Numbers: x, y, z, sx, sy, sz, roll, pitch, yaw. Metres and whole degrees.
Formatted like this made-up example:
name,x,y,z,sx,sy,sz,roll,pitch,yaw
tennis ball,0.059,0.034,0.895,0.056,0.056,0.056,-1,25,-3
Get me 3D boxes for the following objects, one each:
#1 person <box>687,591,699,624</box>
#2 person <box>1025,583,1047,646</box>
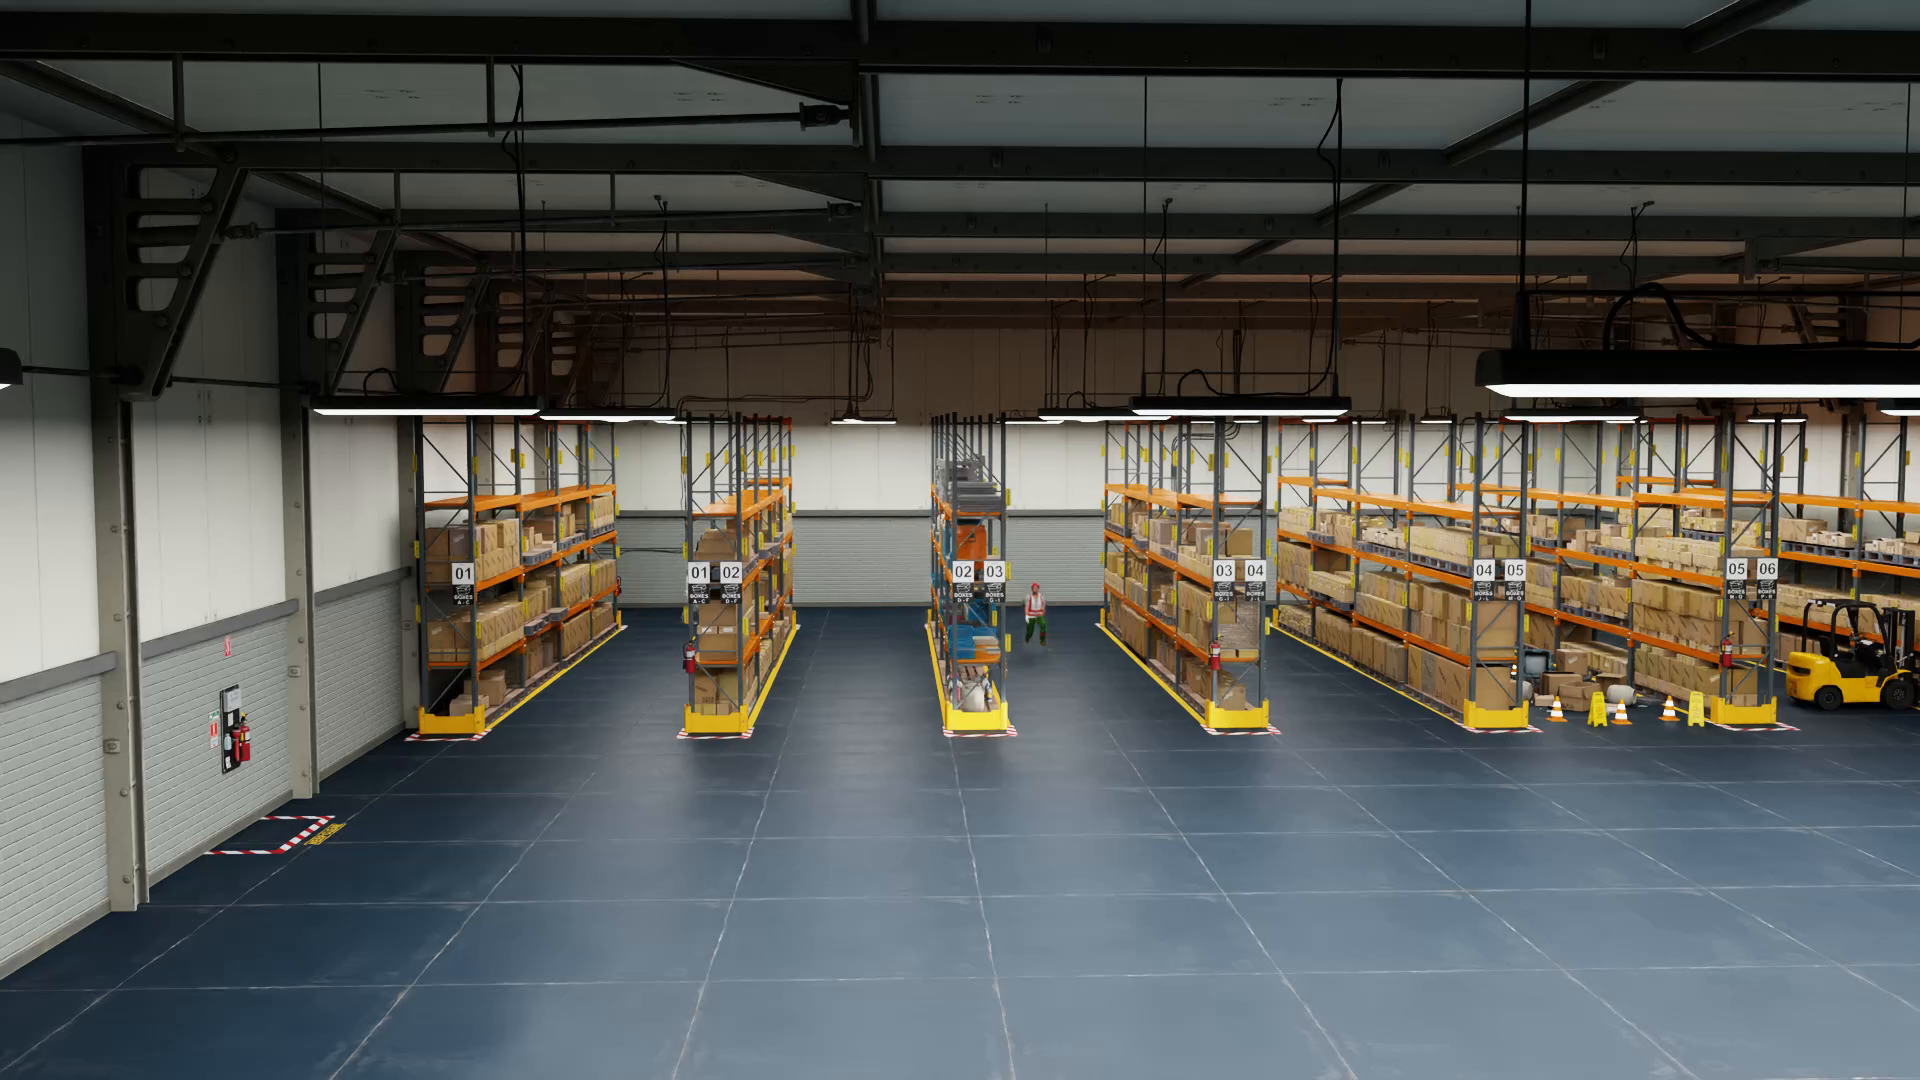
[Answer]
name,x,y,z,sx,sy,sz,roll,pitch,yaw
person,-7.719,1.599,48.020,0.405,1.682,0.507,-1,4,-10
person,1.877,1.859,41.434,0.567,1.571,1.074,-1,4,-12
